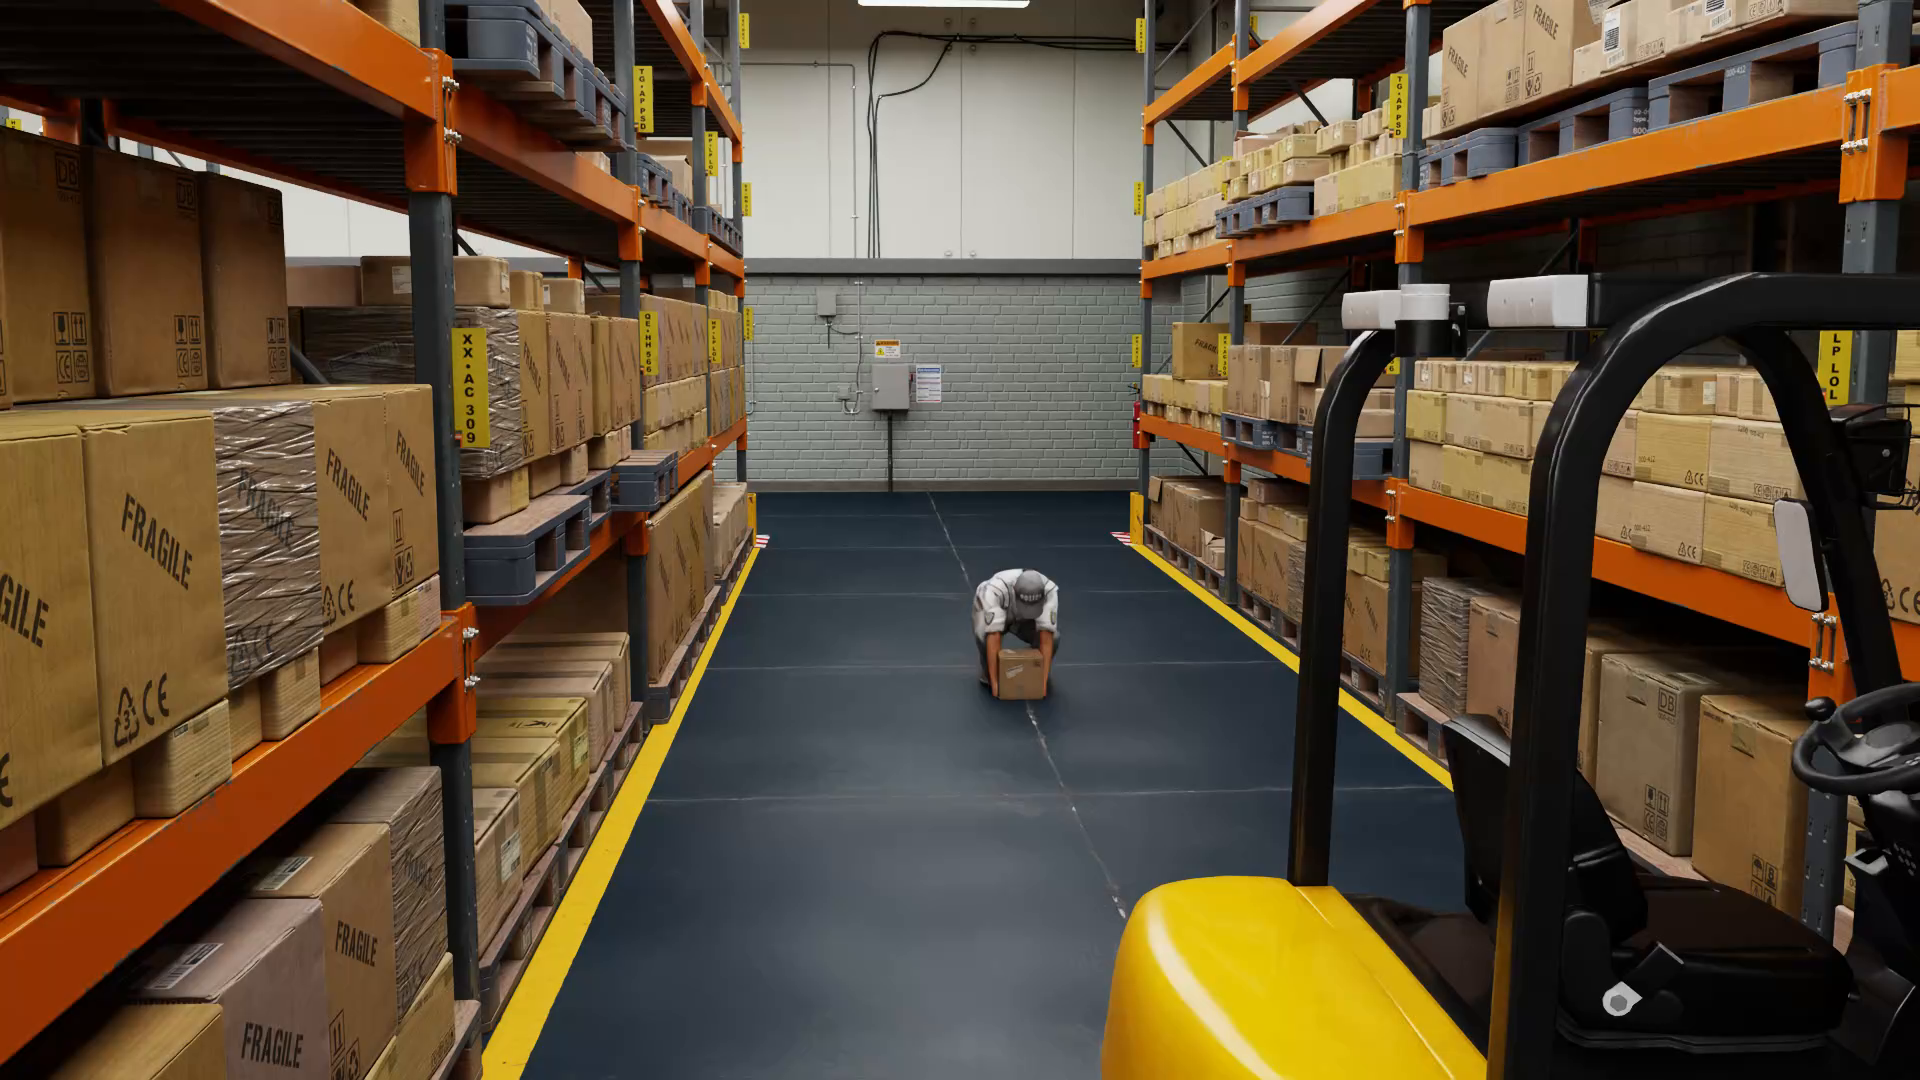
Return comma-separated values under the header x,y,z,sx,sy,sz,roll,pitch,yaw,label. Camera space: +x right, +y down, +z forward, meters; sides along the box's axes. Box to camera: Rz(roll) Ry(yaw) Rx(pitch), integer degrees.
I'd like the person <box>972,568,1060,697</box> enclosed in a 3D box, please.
x,y,z,sx,sy,sz,roll,pitch,yaw,label
0.333,0.537,9.956,0.518,0.818,0.899,-1,7,-4,person
